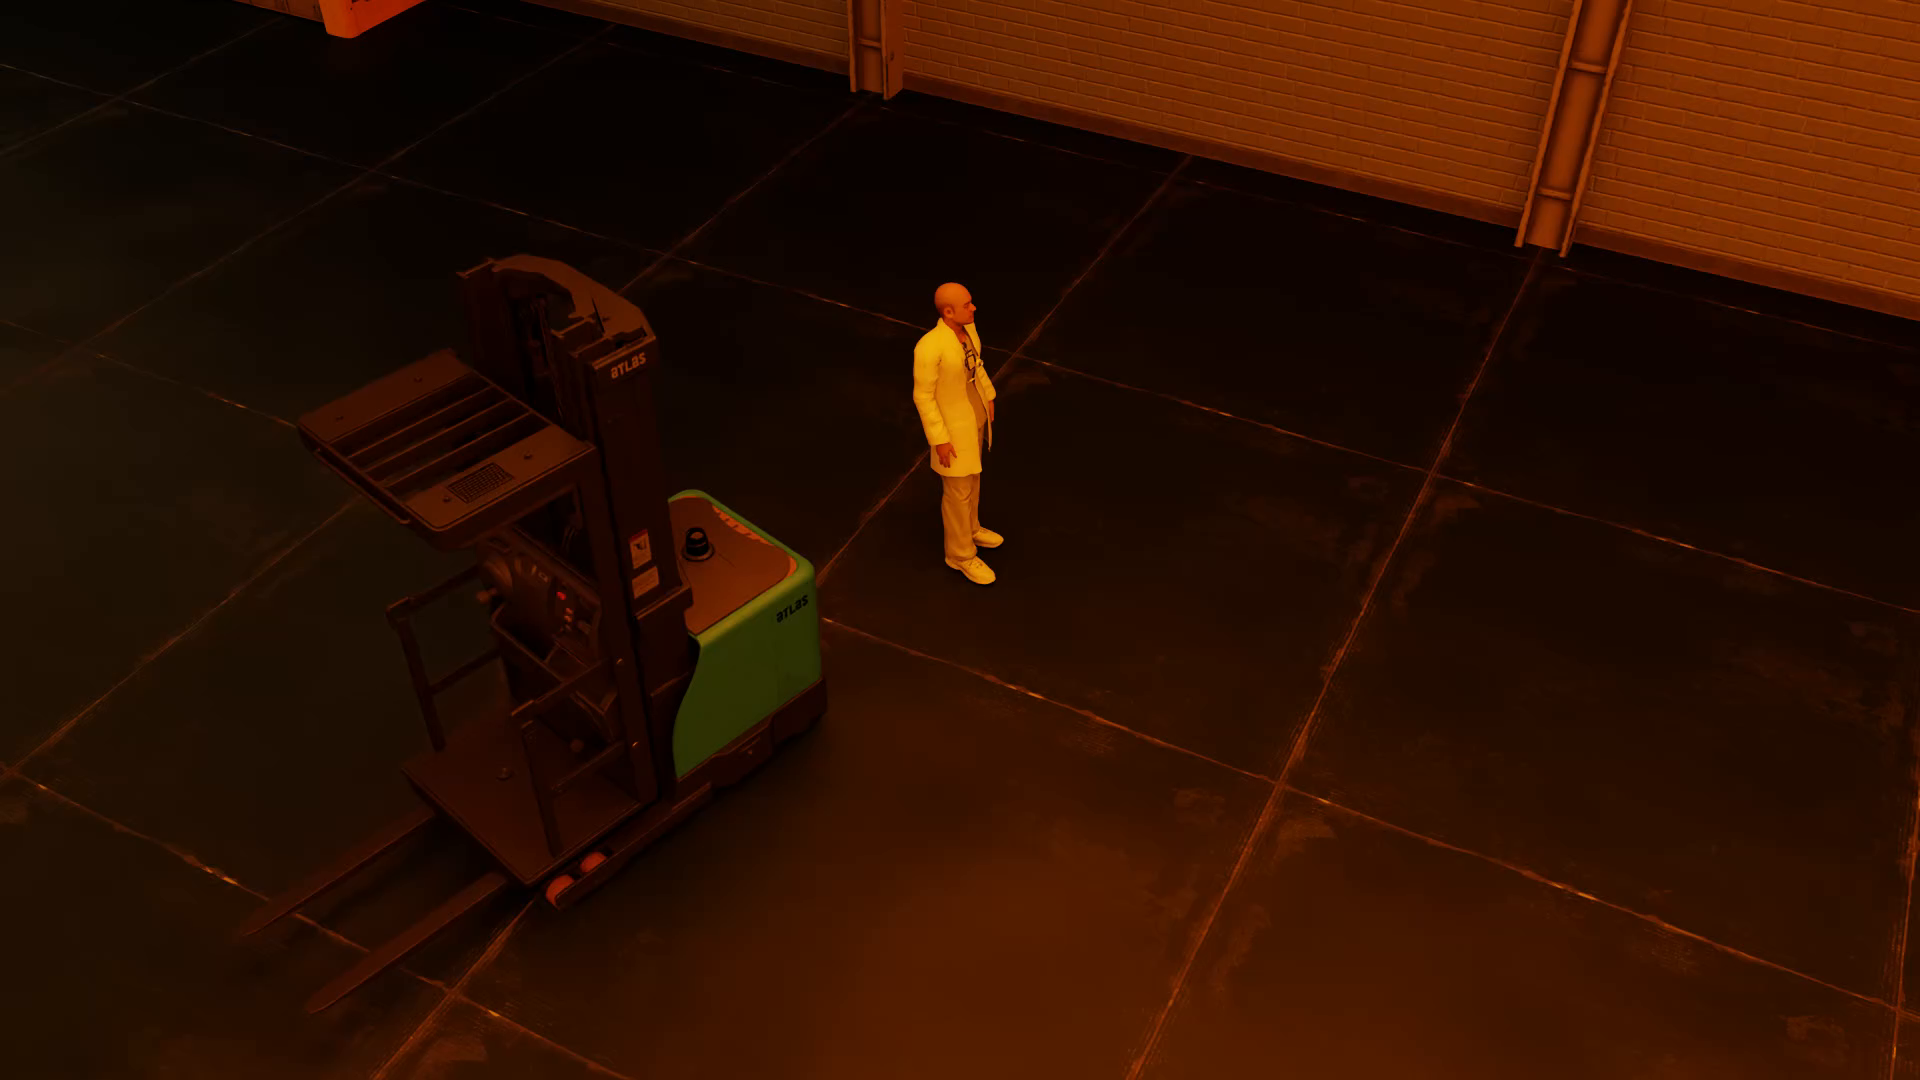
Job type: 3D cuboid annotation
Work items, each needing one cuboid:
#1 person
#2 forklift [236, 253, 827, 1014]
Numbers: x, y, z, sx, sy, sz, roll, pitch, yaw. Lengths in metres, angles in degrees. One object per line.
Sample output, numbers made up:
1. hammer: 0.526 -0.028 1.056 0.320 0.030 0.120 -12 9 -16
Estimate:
1. person: 0.078 -0.656 9.649 0.581 1.776 0.696 18 43 21
2. forklift: -2.101 0.305 7.624 1.130 2.935 3.031 31 49 32
